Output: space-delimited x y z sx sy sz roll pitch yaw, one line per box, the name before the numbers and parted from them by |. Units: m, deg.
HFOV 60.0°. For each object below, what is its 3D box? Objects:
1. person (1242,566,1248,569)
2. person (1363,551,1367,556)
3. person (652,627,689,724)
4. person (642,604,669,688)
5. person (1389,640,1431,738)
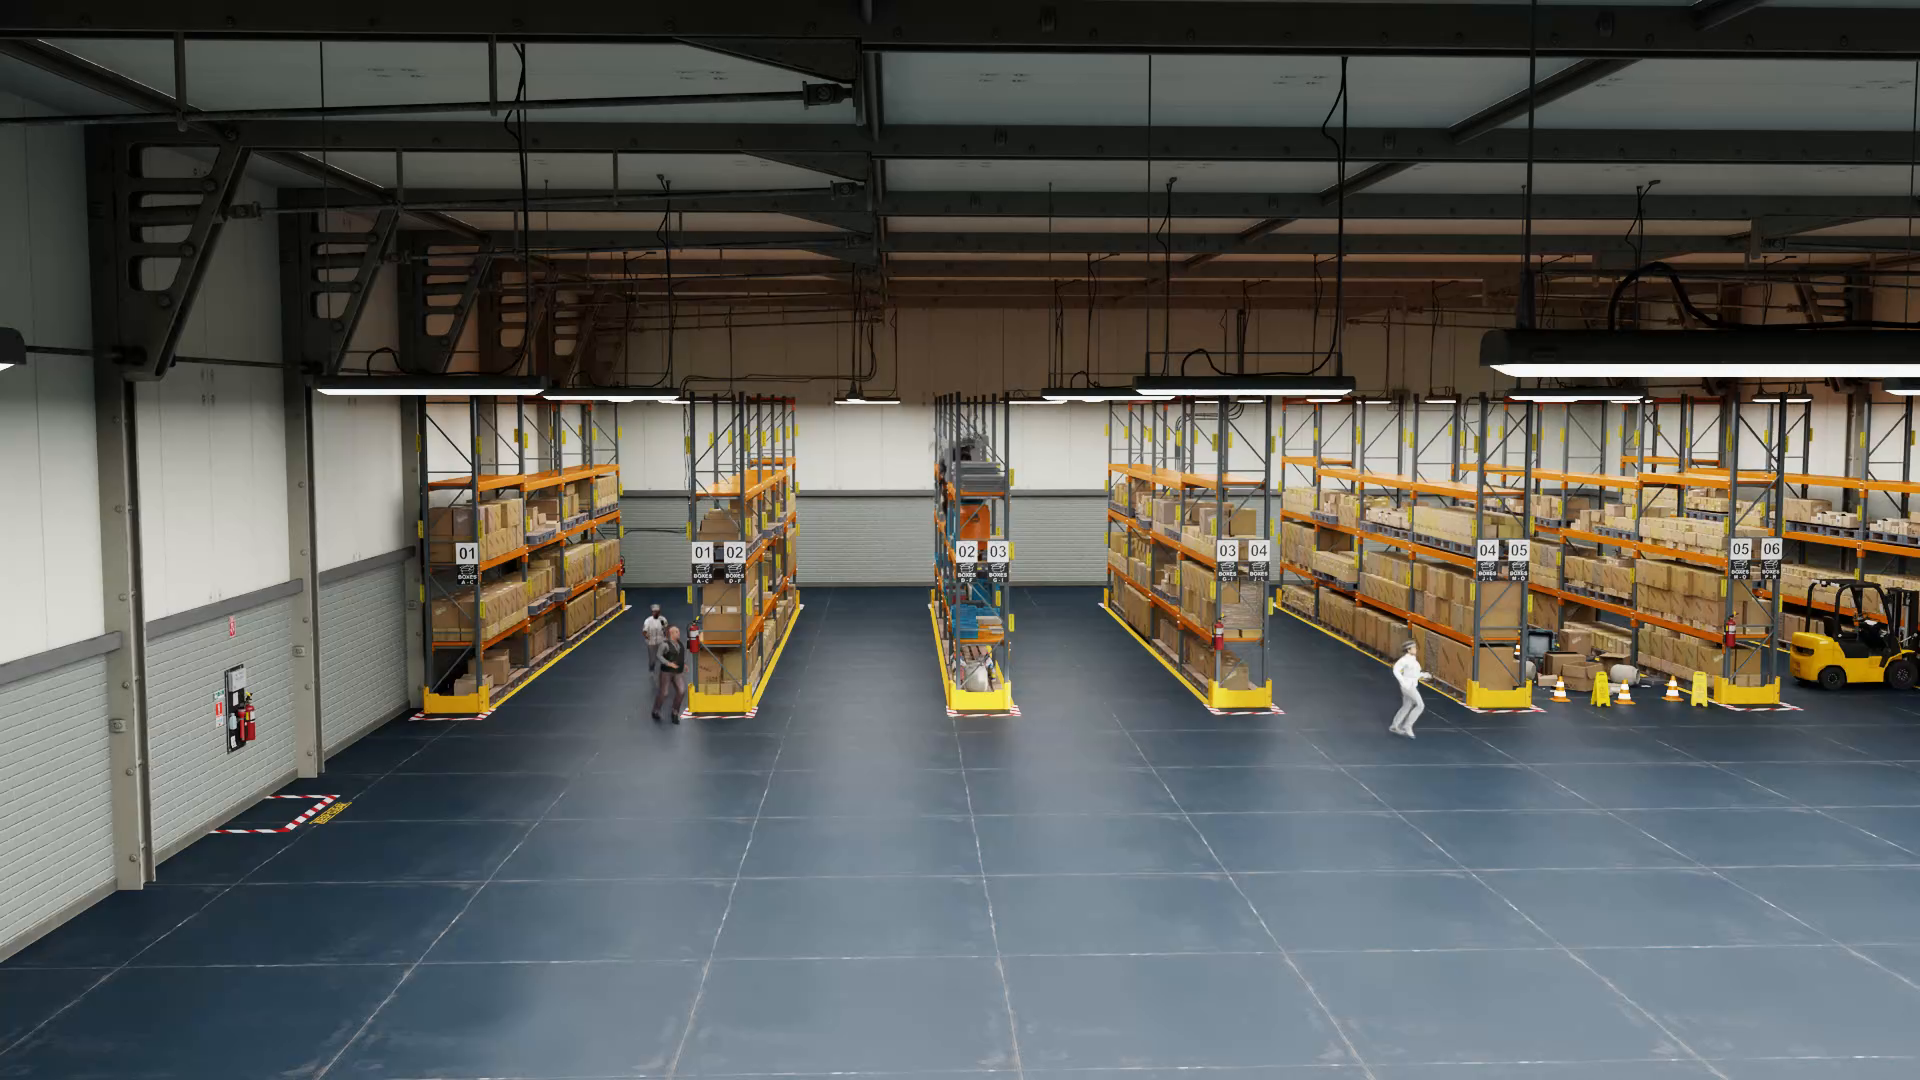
person | 8.006 1.106 47.300 0.627 1.685 0.764 2 5 22
person | 11.139 1.183 45.776 0.705 1.741 0.831 0 5 -1
person | -5.225 2.457 30.276 0.717 1.756 0.661 -4 6 -43
person | -6.268 2.146 34.299 0.563 1.691 0.869 -1 5 -15
person | 7.807 2.579 28.846 0.691 1.712 0.587 2 5 25
